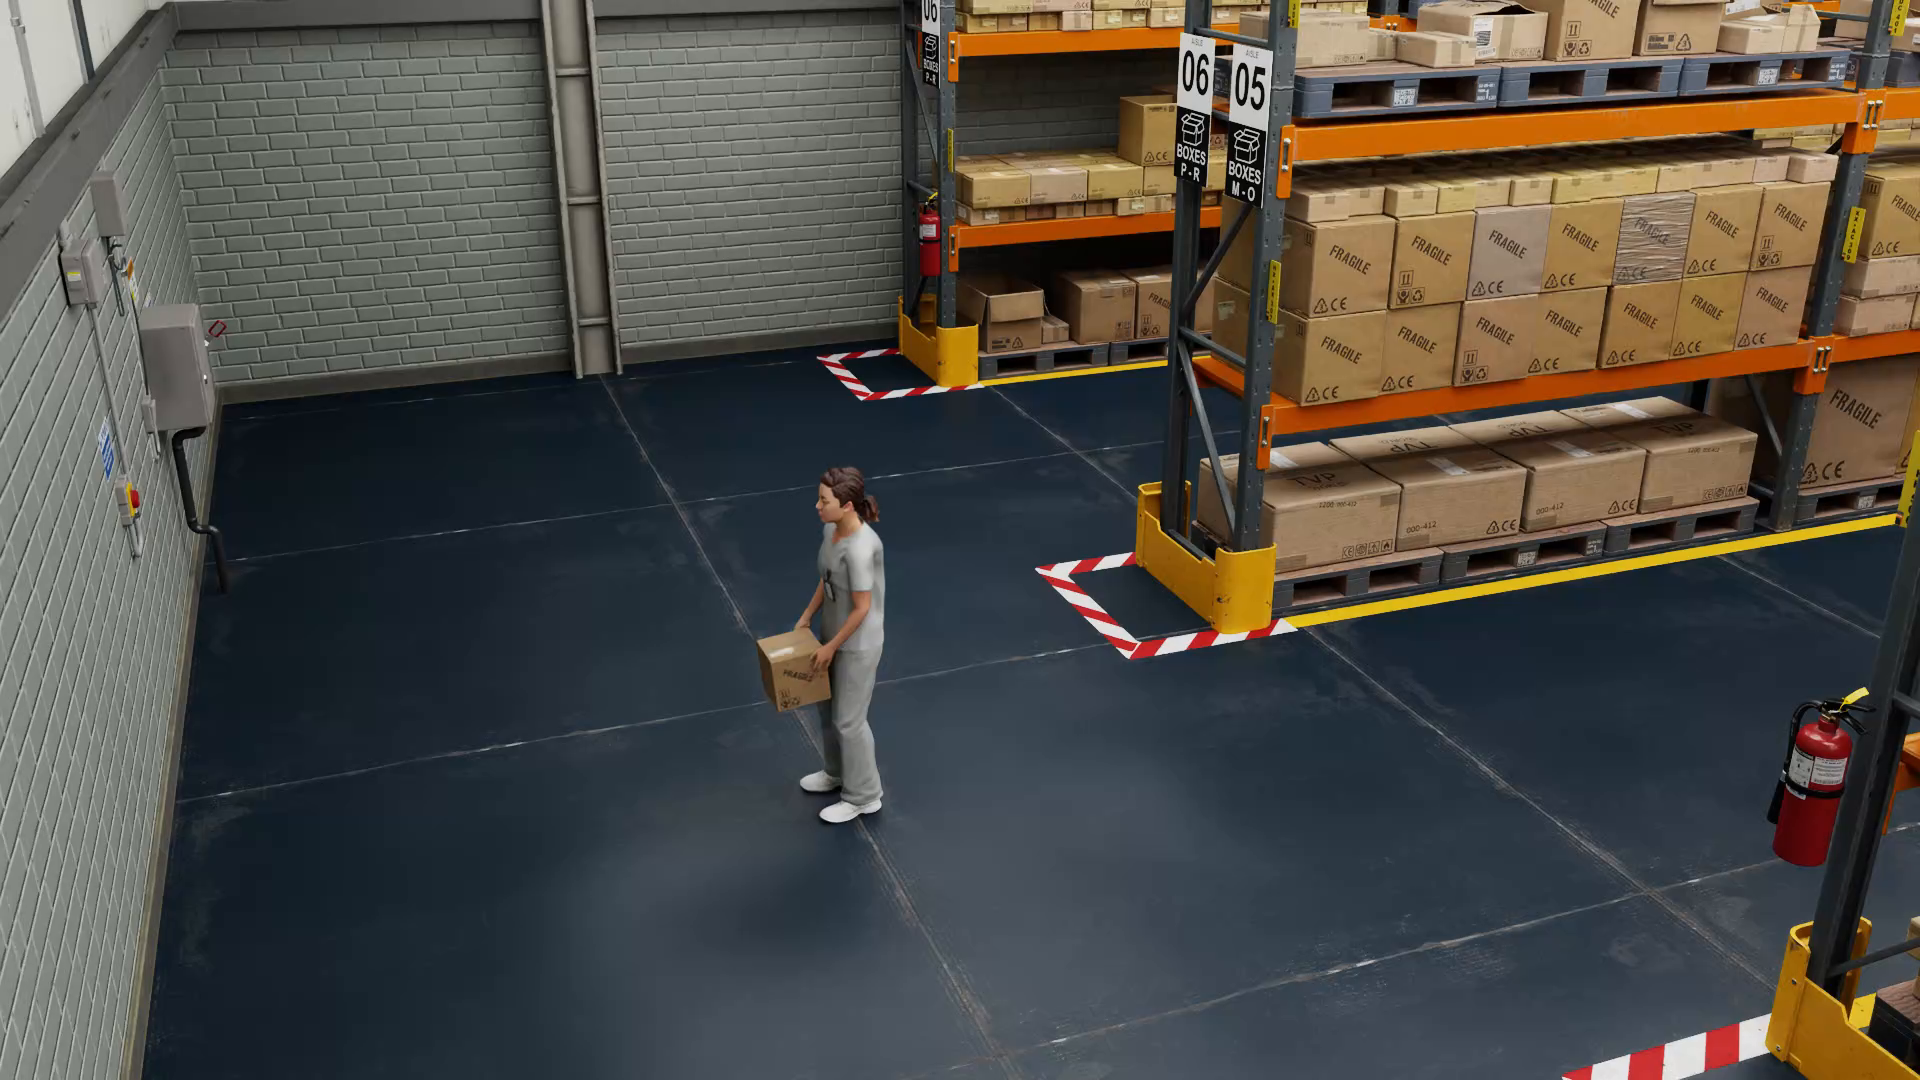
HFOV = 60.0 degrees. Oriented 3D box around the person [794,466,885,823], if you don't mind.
[{"bbox_3d":[-0.530,0.459,7.489,0.395,1.676,0.467,-9,24,-20],"label":"person"}]
